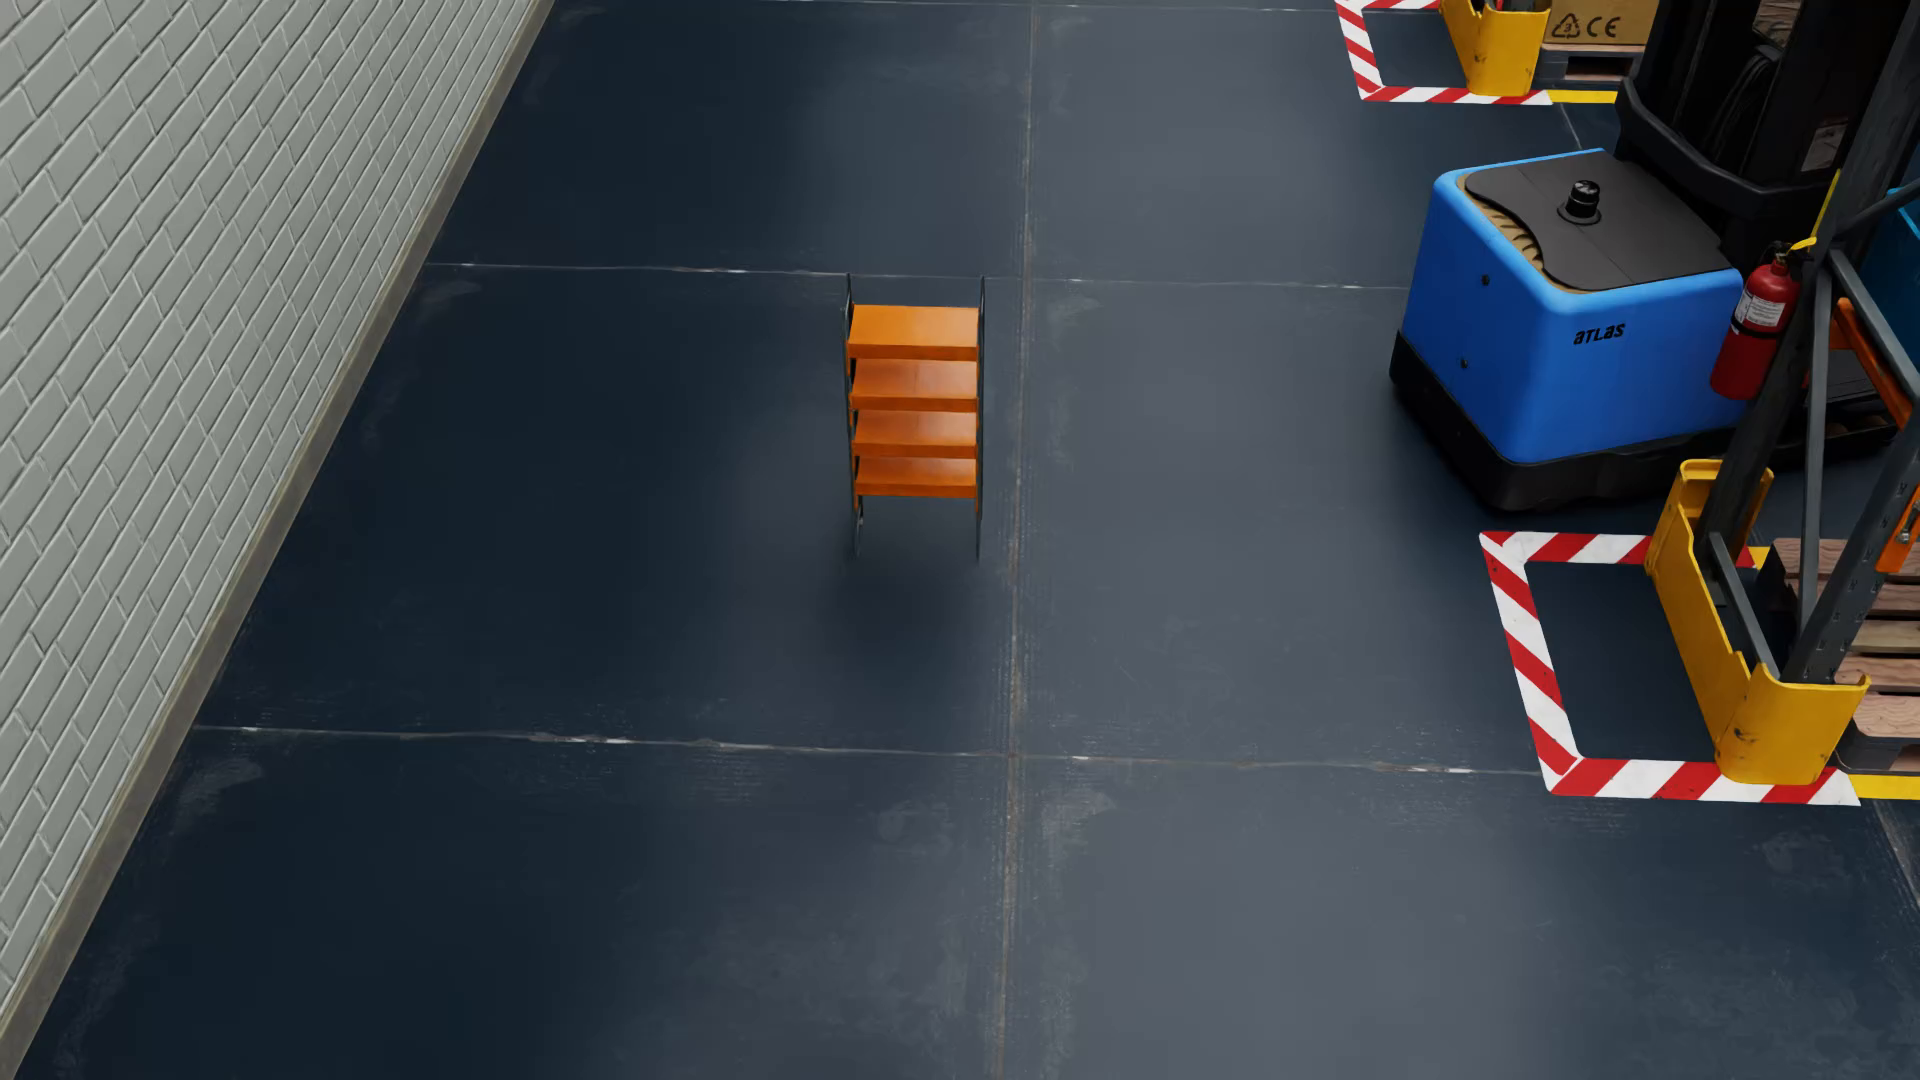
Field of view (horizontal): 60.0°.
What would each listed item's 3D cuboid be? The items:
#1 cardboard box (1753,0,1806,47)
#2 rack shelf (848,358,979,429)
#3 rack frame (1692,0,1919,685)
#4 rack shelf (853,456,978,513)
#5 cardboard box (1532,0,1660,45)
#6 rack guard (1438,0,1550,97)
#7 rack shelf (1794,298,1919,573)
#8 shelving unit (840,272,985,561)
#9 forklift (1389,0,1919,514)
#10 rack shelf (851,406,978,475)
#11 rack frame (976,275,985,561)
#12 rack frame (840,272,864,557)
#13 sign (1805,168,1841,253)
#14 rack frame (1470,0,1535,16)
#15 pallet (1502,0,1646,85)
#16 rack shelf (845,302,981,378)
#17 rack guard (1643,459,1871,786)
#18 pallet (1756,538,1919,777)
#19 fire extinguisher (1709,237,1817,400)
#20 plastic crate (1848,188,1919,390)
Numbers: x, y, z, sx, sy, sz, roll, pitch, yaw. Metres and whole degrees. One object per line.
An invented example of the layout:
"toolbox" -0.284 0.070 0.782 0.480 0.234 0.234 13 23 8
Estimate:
"cardboard box" 4.679 -3.402 9.452 0.875 0.875 0.875 2 43 2
"rack shelf" -0.165 -0.559 6.240 0.480 0.148 0.258 2 43 2
"rack frame" 2.904 -0.647 5.244 0.127 3.000 1.000 2 43 2
"rack shelf" -0.165 -0.250 6.528 0.480 0.148 0.258 2 43 2
"cardboard box" 3.770 -3.430 9.482 0.875 0.875 0.875 2 43 2
"rack guard" 3.103 -3.105 9.717 0.348 0.500 1.175 2 43 2
"rack shelf" 4.902 -0.322 5.423 4.000 0.370 1.077 2 43 2
"shelving unit" -0.165 -0.444 6.346 0.503 1.200 0.258 2 43 2
"forklift" 3.494 -1.745 6.472 3.031 2.935 1.130 -11 44 -11
"rack shelf" -0.165 -0.395 6.392 0.480 0.148 0.258 2 43 2
"rack frame" 0.078 -0.437 6.338 0.015 1.200 0.240 2 43 2
"rack frame" -0.409 -0.452 6.355 0.015 1.200 0.240 2 43 2
"sign" 2.912 -1.081 5.591 0.005 0.325 0.100 2 43 2
"rack frame" 3.127 -4.019 8.864 0.127 3.000 1.000 2 43 2
"pallet" 3.929 -3.028 9.845 1.213 0.211 1.003 2 43 2
"rack shelf" -0.165 -0.732 6.079 0.480 0.148 0.258 2 43 2
"rack guard" 2.879 0.276 6.087 0.348 0.500 1.175 2 43 2
"pallet" 3.726 0.425 6.138 1.213 0.211 1.003 2 43 2
"fire extinguisher" 2.773 -0.796 5.734 0.183 0.674 0.296 2 43 2
"plastic crate" 3.246 -0.798 5.337 0.499 0.435 0.616 2 43 2
